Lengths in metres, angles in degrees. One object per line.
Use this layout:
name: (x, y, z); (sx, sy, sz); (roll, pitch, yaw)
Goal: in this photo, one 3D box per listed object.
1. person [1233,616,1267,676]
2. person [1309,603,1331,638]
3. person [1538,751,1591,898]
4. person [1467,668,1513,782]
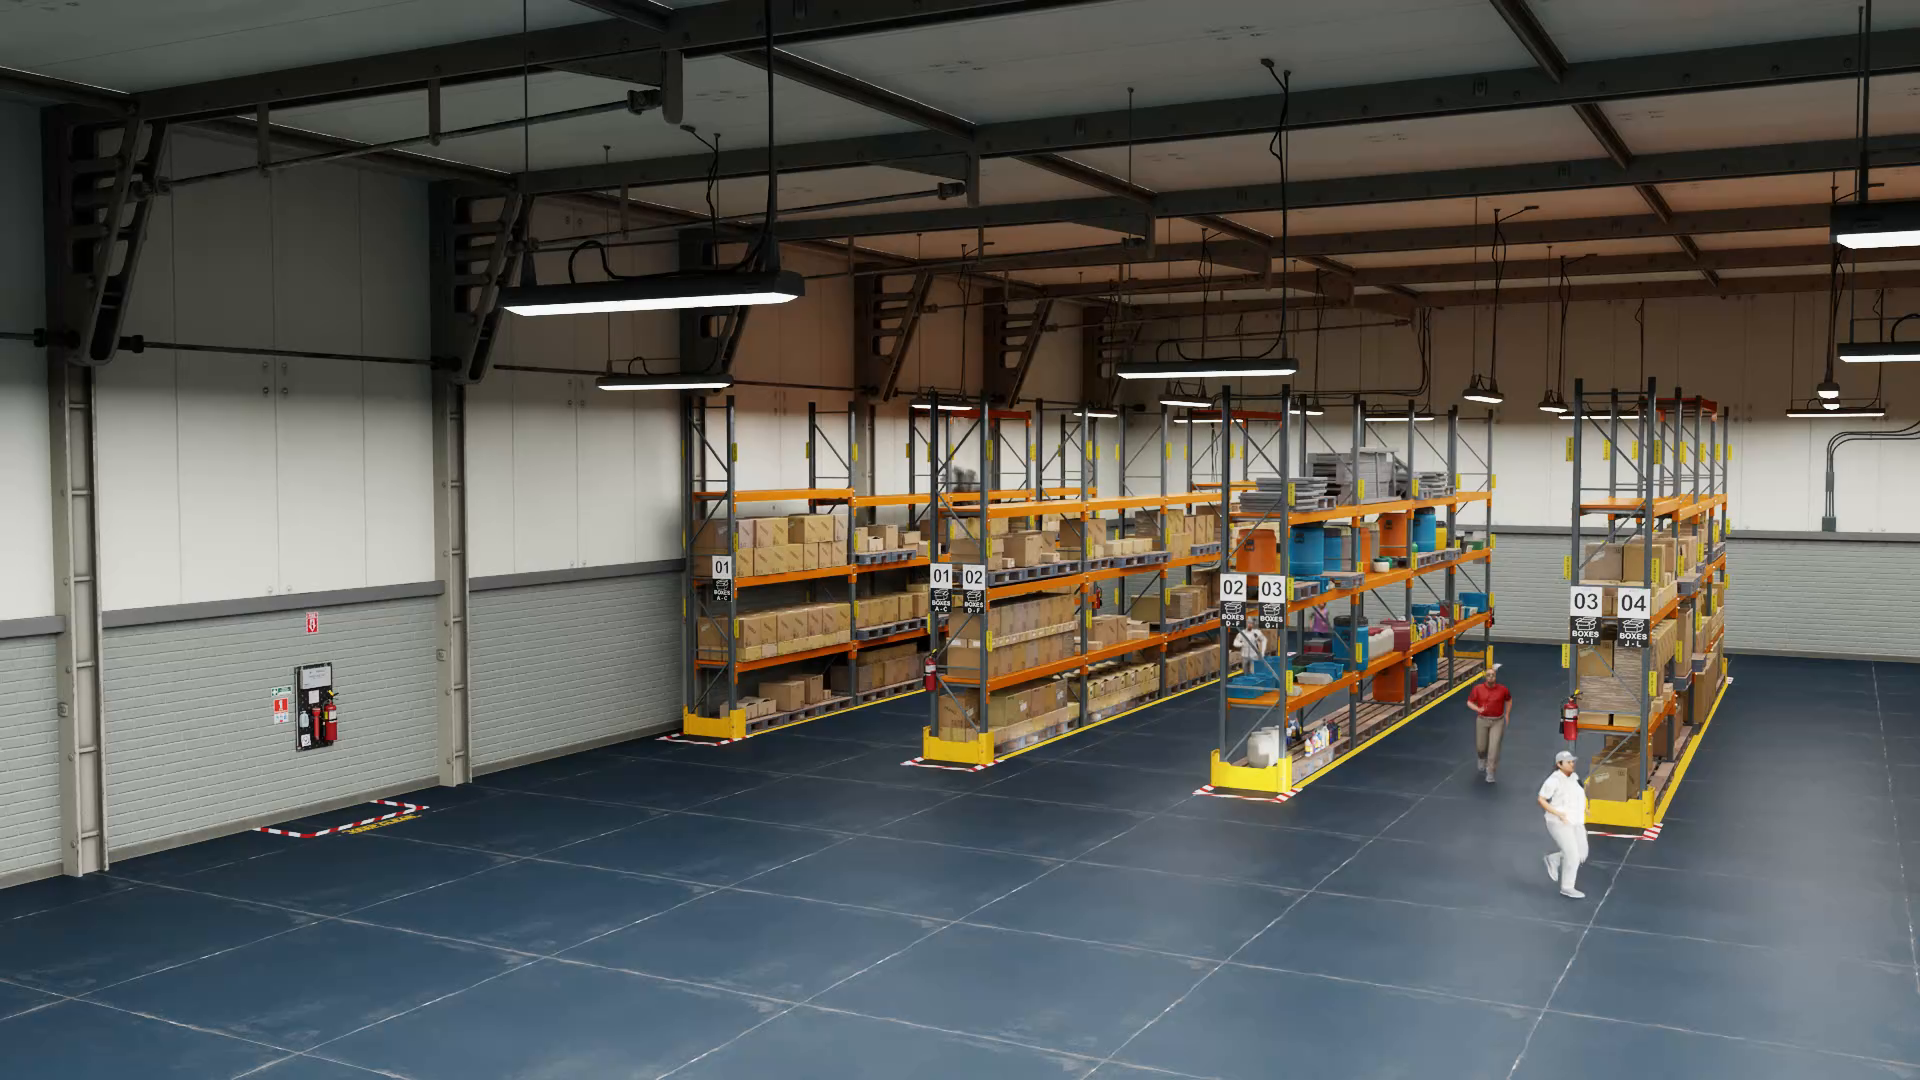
person: (5.818, 2.378, 33.412); (0.629, 1.722, 0.866); (1, 3, 18)
person: (8.369, 2.167, 38.652); (0.502, 1.626, 0.697); (0, 3, 9)
person: (6.835, 3.197, 18.864); (0.611, 1.618, 0.652); (-2, 3, -30)
person: (8.116, 2.806, 25.477); (0.670, 1.698, 0.796); (1, 3, 15)
